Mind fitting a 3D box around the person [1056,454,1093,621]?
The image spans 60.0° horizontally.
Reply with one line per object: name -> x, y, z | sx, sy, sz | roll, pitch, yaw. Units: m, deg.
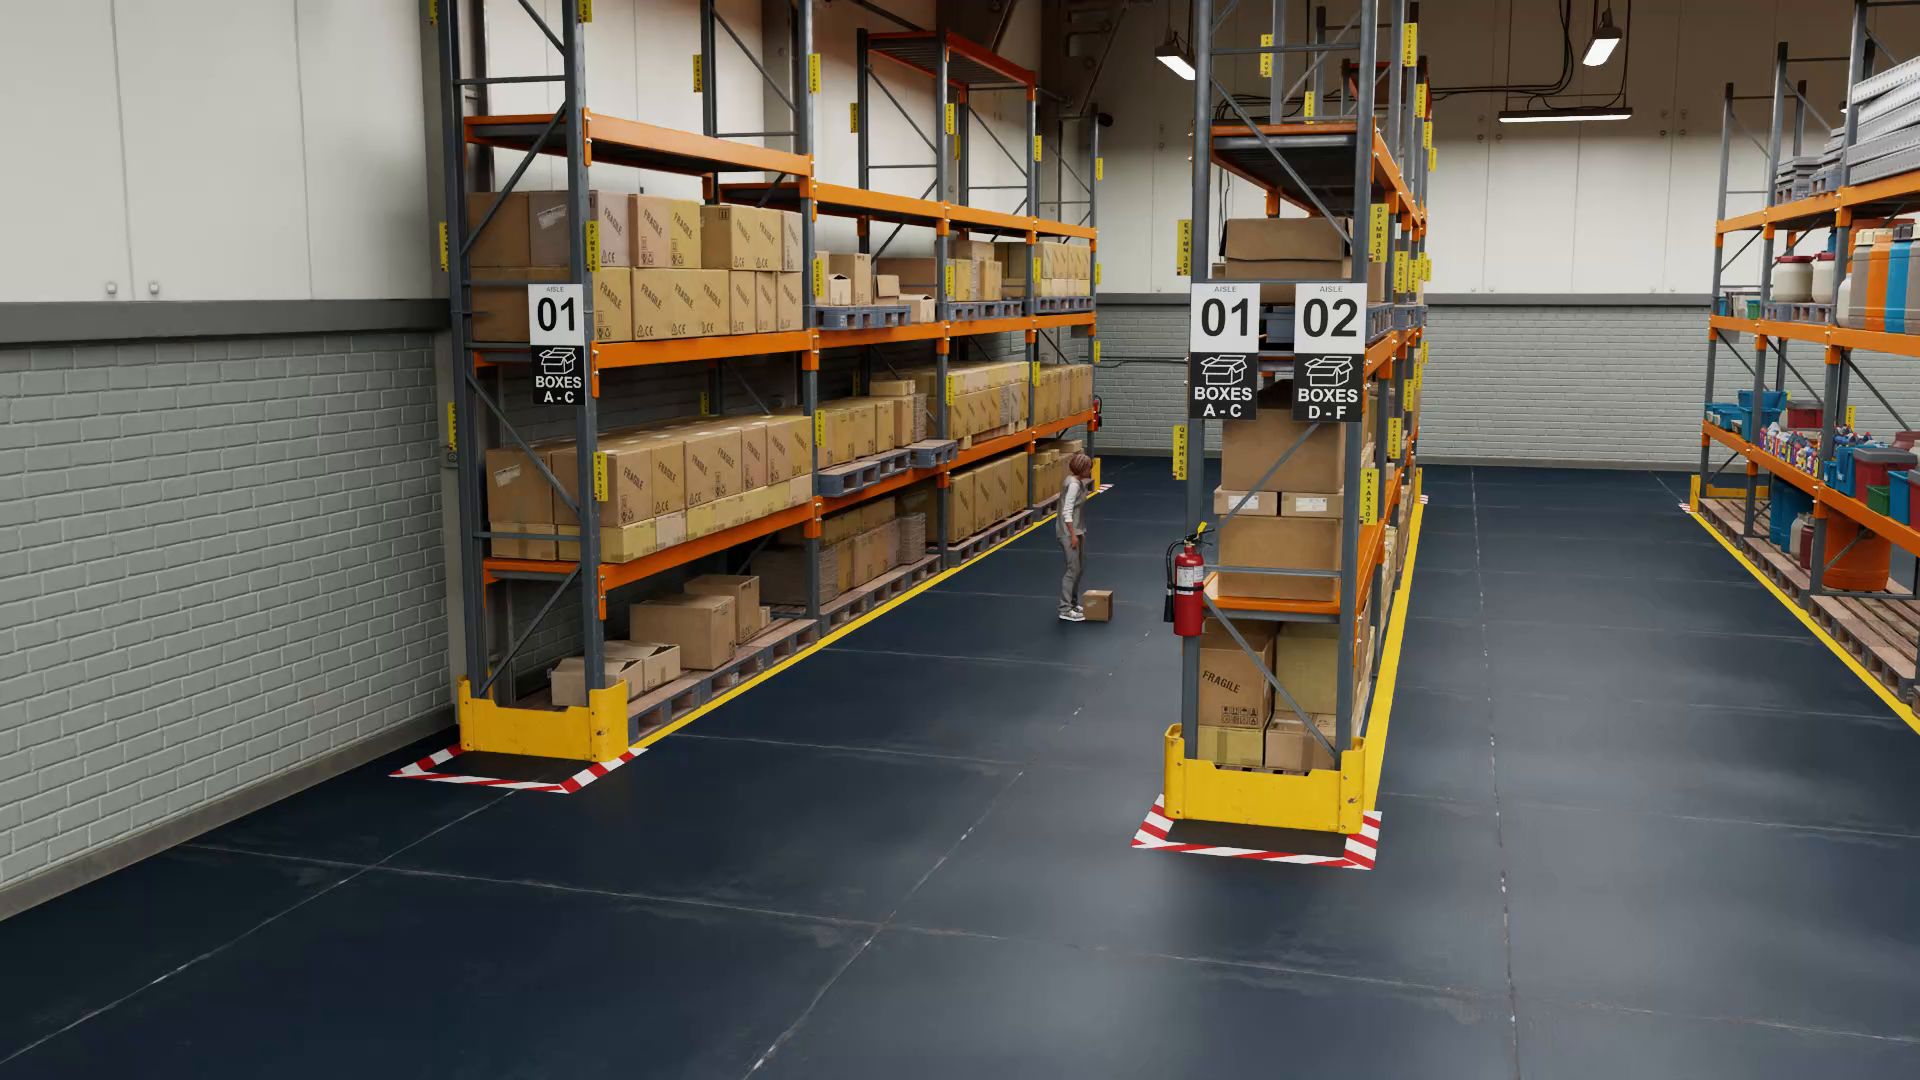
person -> 1.106, -0.037, 16.126 | 0.347, 1.592, 0.477 | 2, 9, 15
